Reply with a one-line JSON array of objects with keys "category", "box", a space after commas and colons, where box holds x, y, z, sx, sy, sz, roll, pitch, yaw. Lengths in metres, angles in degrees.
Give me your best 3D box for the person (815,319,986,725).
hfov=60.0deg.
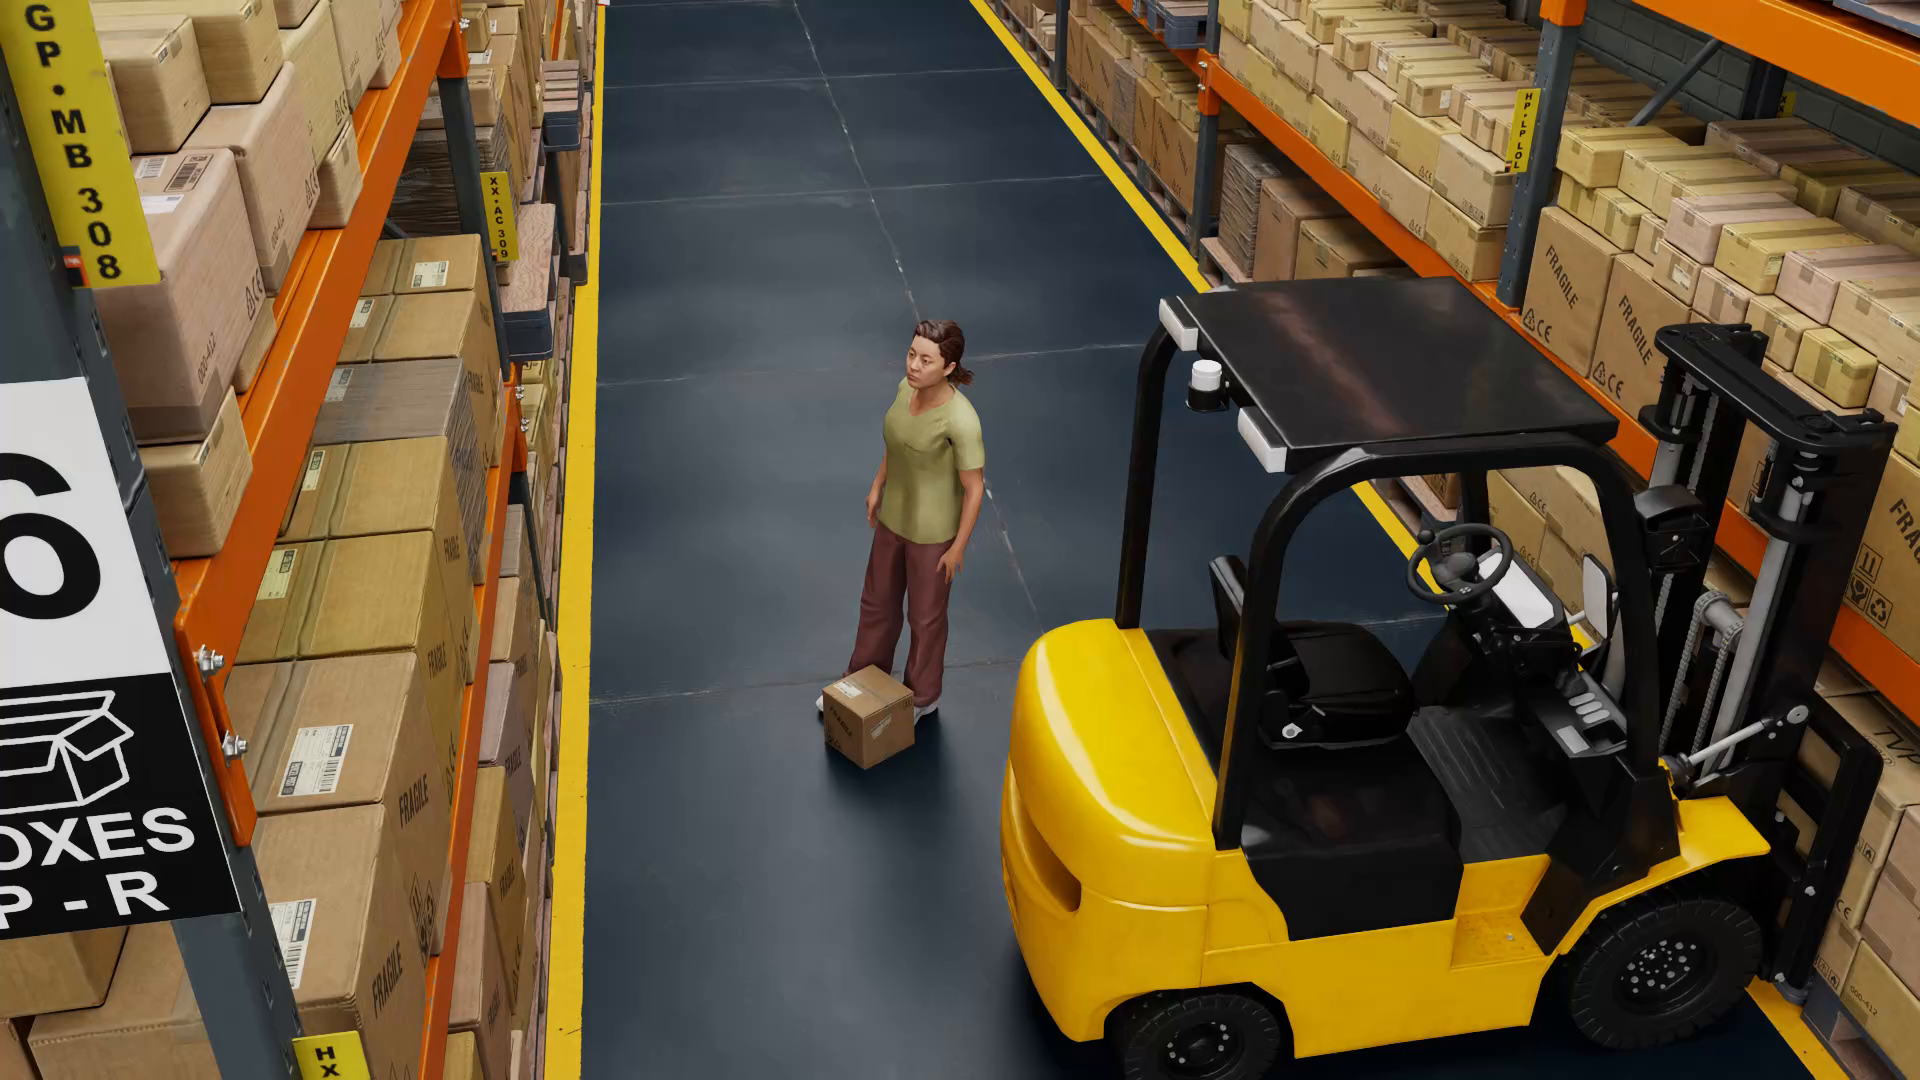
[{"category": "person", "box": [-0.206, -0.026, 6.159, 0.547, 1.673, 0.554, -23, 38, -33]}]
